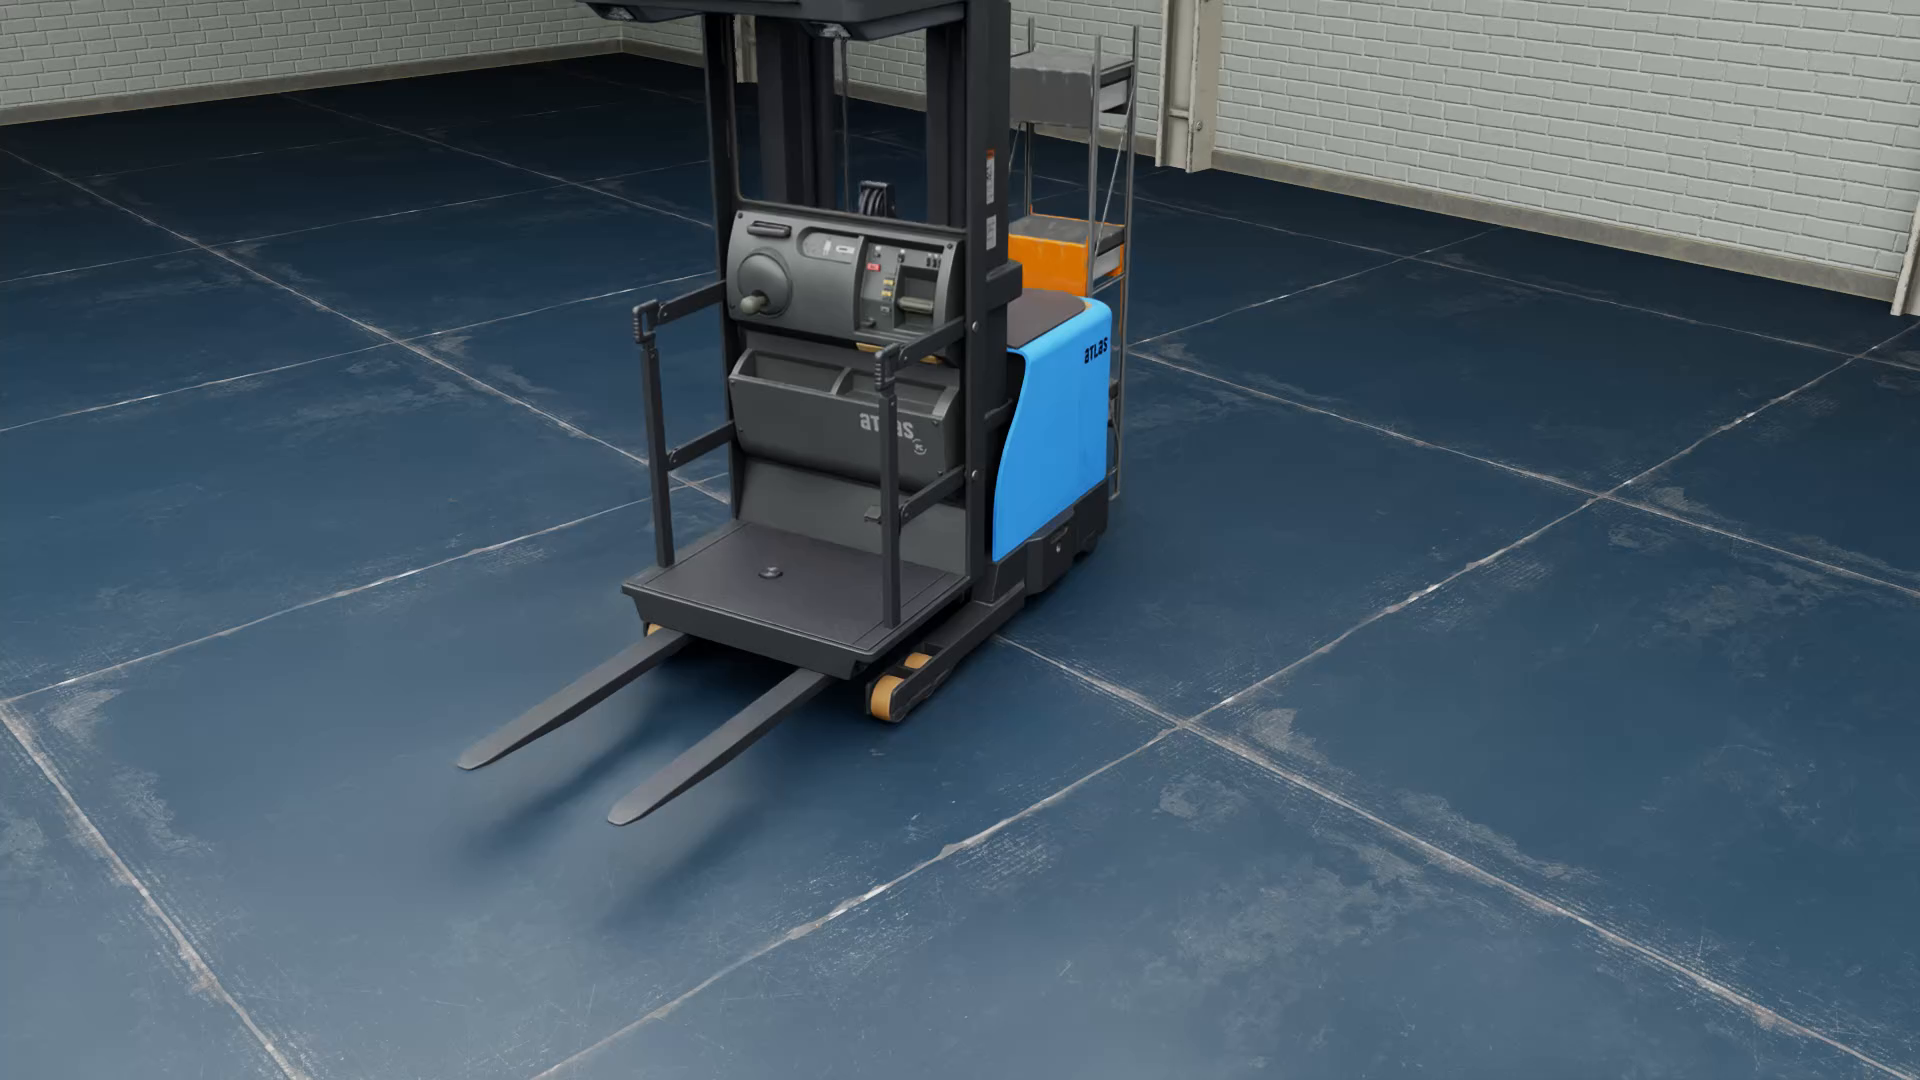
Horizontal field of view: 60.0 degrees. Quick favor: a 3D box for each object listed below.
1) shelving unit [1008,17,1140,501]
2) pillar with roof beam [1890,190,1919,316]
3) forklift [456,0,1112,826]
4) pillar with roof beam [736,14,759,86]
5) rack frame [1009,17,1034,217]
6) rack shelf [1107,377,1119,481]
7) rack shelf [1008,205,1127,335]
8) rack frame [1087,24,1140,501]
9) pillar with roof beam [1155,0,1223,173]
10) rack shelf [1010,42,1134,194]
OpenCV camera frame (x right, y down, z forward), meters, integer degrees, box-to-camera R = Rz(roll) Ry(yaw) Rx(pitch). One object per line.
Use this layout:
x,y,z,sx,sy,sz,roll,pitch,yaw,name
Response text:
0.422,-1.145,7.229,0.503,2.100,0.431,13,28,27,shelving unit
2.881,-4.262,5.750,9.100,9.000,0.400,-21,32,-38,pillar with roof beam
-0.532,-0.907,5.708,1.130,2.935,3.031,13,28,27,forklift
-5.321,-7.897,13.719,9.100,9.000,0.400,-21,32,-38,pillar with roof beam
0.210,-1.195,7.340,0.015,2.100,0.400,13,28,27,rack frame
0.422,-0.495,7.526,0.480,0.518,0.431,13,28,27,rack shelf
0.422,-1.132,7.235,0.480,0.518,0.431,13,28,27,rack shelf
0.634,-1.094,7.119,0.015,2.100,0.400,13,28,27,rack frame
-1.220,-6.080,9.734,9.100,9.000,0.400,-21,32,-38,pillar with roof beam
0.422,-1.769,6.945,0.480,0.518,0.431,13,28,27,rack shelf
